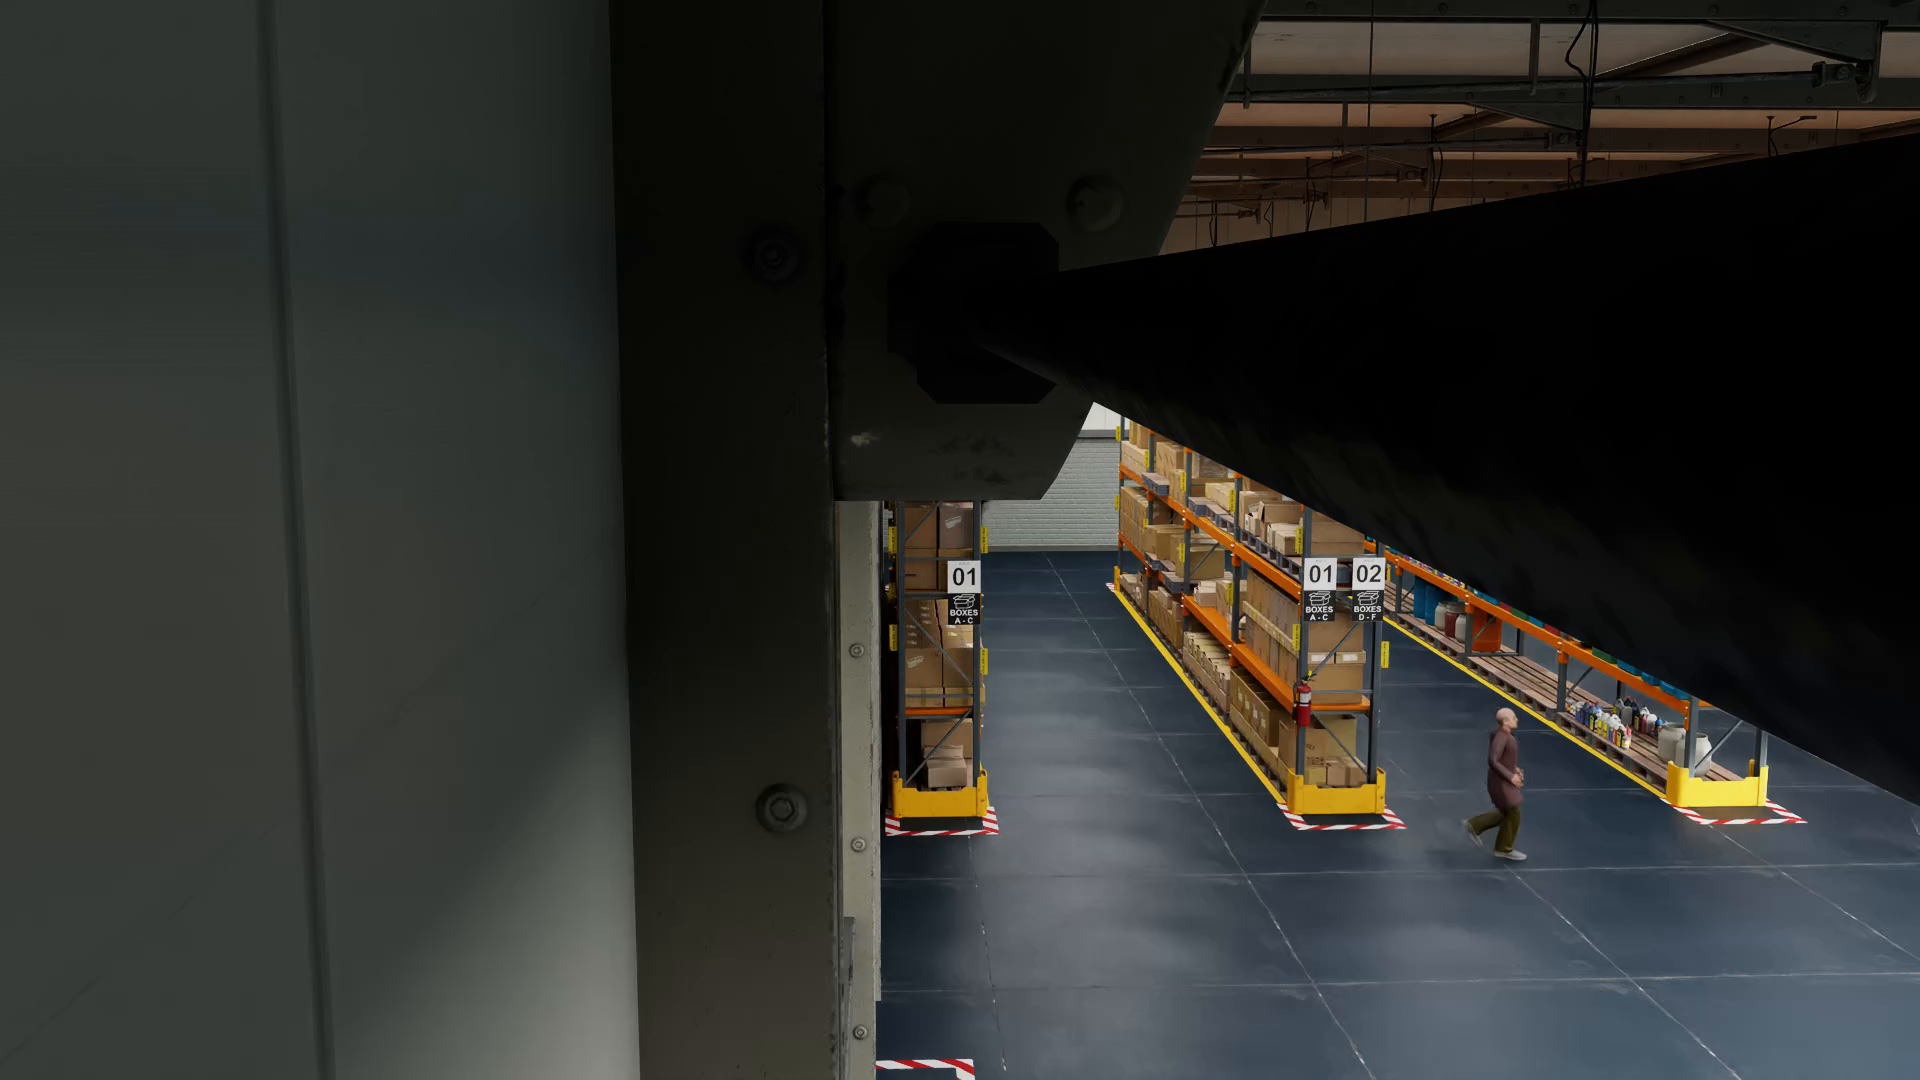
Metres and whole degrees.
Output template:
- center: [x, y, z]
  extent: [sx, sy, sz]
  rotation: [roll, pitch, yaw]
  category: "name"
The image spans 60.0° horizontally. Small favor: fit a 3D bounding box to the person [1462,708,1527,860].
- center: [6.101, 2.763, 18.901]
  extent: [0.726, 1.748, 0.727]
  rotation: [3, 9, 19]
  category: "person"
